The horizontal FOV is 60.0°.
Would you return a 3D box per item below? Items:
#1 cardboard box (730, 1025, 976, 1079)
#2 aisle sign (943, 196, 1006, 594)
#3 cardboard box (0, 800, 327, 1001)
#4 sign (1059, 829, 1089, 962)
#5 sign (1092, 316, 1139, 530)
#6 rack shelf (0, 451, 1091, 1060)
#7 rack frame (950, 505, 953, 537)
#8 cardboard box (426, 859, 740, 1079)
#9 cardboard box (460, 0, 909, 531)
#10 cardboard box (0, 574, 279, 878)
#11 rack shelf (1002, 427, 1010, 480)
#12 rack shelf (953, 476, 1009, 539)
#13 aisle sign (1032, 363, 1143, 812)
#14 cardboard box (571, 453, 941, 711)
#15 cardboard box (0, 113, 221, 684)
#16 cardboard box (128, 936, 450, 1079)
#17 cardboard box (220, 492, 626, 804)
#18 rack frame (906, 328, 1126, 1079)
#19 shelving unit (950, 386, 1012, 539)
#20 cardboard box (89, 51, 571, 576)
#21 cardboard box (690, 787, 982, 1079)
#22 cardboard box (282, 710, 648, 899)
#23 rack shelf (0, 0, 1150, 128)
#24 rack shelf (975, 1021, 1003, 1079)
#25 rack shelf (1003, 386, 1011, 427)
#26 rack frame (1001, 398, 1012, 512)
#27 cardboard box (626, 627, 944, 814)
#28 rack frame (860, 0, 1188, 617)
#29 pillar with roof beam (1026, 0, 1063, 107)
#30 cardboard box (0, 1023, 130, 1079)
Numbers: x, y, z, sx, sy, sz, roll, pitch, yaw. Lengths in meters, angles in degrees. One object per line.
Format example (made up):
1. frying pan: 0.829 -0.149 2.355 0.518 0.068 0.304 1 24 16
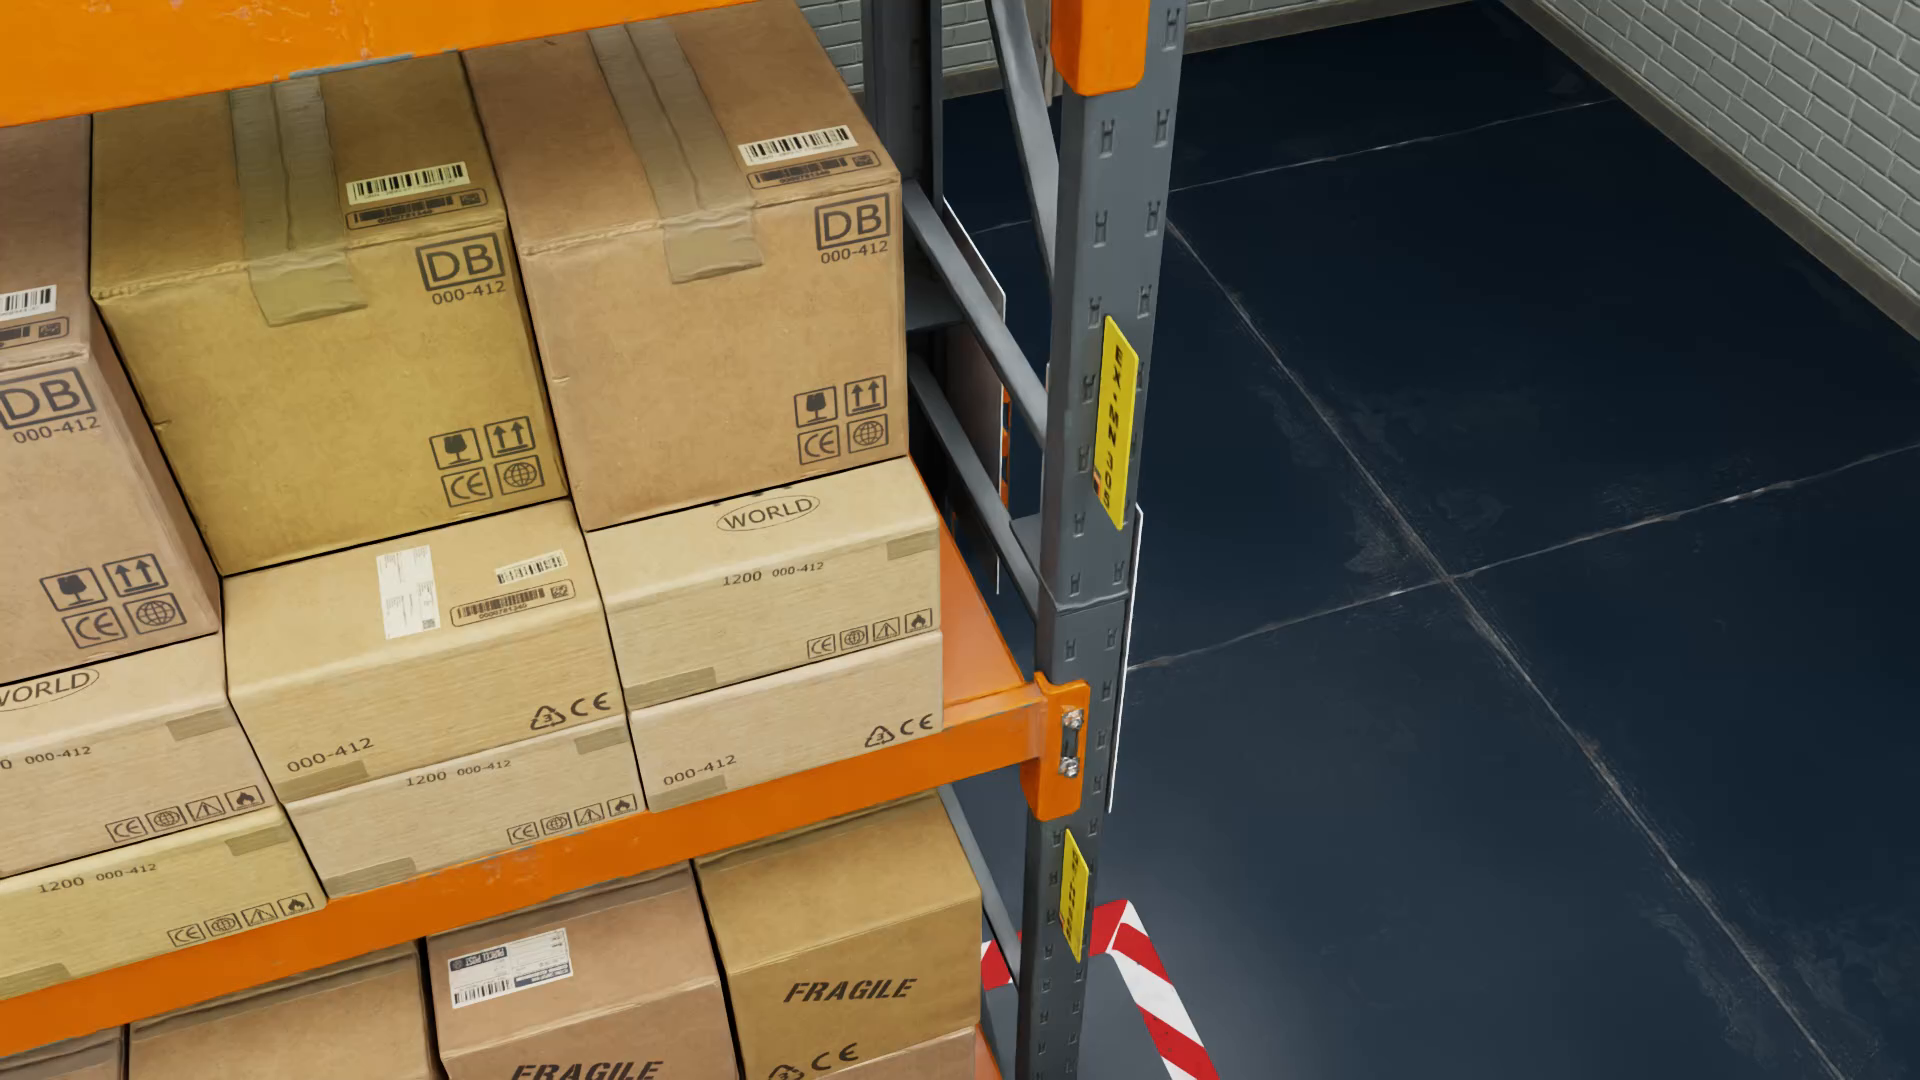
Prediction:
1. cardboard box: -0.280 1.090 3.785 0.500 0.500 0.500 -13 47 -13
2. aisle sign: 0.013 -0.294 3.399 0.004 0.787 0.394 -14 47 -14
3. cardboard box: -1.285 0.371 2.560 0.500 0.250 0.500 -14 47 -14
4. sign: 0.219 0.690 3.213 0.005 0.325 0.100 -14 47 -14
5. sign: 0.219 -0.161 2.359 0.005 0.325 0.100 -14 47 -14
6. rack shelf: -1.832 0.512 2.821 4.000 0.370 1.077 -14 47 -14
7. rack frame: -0.064 -0.354 6.671 0.008 1.050 0.200 -14 47 -14
8. cardboard box: -0.751 0.860 3.308 0.500 0.500 0.500 -13 47 -13
9. cardboard box: -0.429 -0.477 2.522 0.500 0.500 0.700 -14 47 -14
10. cardboard box: -1.289 0.185 2.392 0.500 0.250 0.500 -14 47 -14
11. rack shelf: 0.050 -0.376 6.708 0.240 0.259 0.215 -14 47 -14
12. rack shelf: 0.050 -0.180 6.905 0.240 0.259 0.215 -14 47 -14
13. aisle sign: 0.217 0.106 3.000 0.004 0.787 0.394 -14 47 -14
14. cardboard box: -0.348 -0.053 2.629 0.500 0.250 0.500 -14 47 -14
15. cardboard box: -1.362 -0.221 2.268 0.500 0.500 0.700 -14 47 -14
16. cardboard box: -1.237 0.988 3.180 0.500 0.500 0.500 -13 47 -13
17. cardboard box: -0.818 0.068 2.509 0.500 0.250 0.500 -14 47 -14
18. rack frame: 0.049 0.836 4.108 0.127 3.000 1.000 -14 47 -14
19. shelving unit: 0.050 -0.383 6.700 0.252 1.050 0.215 -14 47 -14
20. cardboard box: -0.928 -0.413 2.458 0.500 0.500 0.700 -14 47 -14
21. cardboard box: -0.276 0.738 3.429 0.500 0.500 0.500 -15 47 -14
22. cardboard box: -0.819 0.242 2.688 0.500 0.250 0.500 -14 47 -14
23. rack shelf: -1.832 -0.545 1.760 4.000 0.370 1.077 -14 47 -14
24. rack shelf: -1.832 1.571 3.884 4.000 0.370 1.077 -14 47 -14
25. rack shelf: 0.050 -0.576 6.507 0.240 0.259 0.215 -14 47 -14
26. rack frame: 0.165 -0.413 6.730 0.008 1.050 0.200 -14 47 -14
27. cardboard box: -0.345 0.129 2.801 0.500 0.250 0.500 -14 47 -14
28. rack frame: 0.049 -1.282 1.983 0.127 3.000 1.000 -14 47 -14
29. pillar with roof beam: 2.071 -2.938 3.635 0.400 9.000 9.100 -14 47 -14
30. cardboard box: -1.720 1.112 3.057 0.500 0.500 0.500 -13 47 -13
